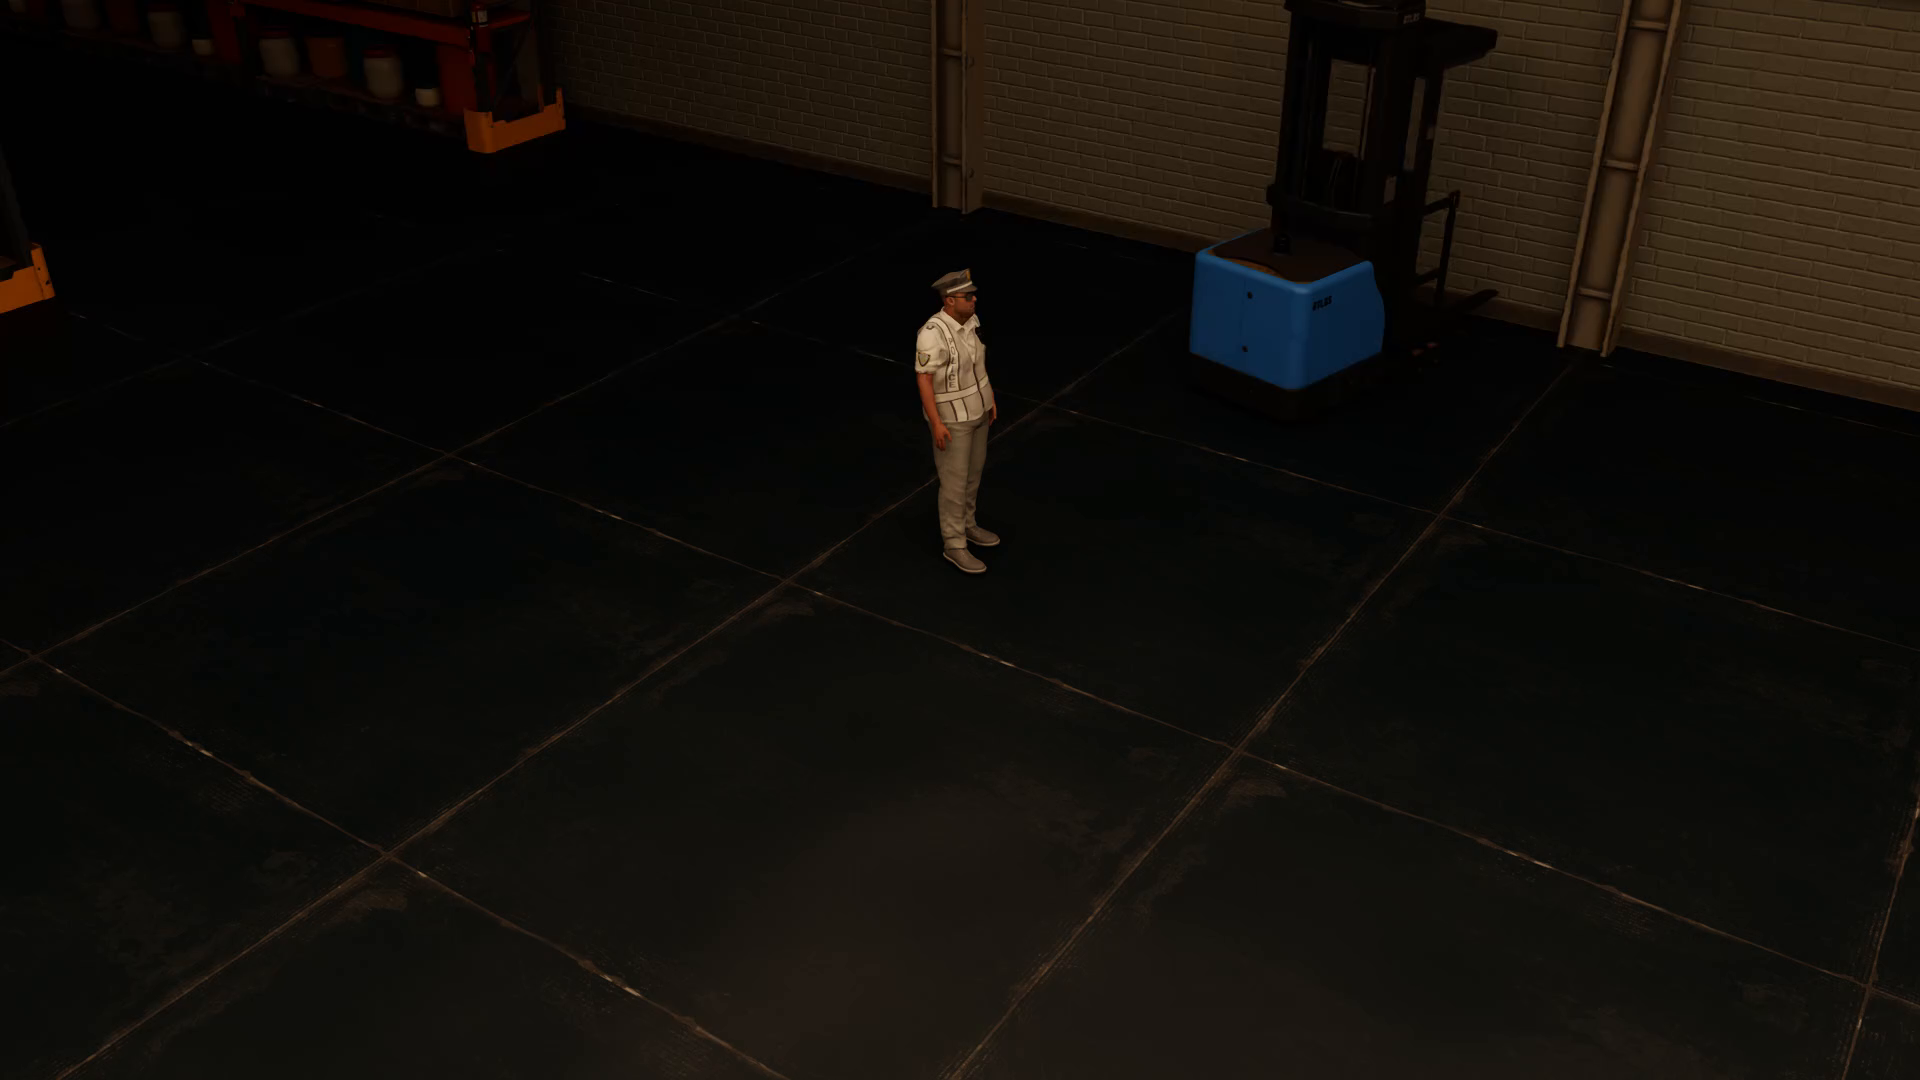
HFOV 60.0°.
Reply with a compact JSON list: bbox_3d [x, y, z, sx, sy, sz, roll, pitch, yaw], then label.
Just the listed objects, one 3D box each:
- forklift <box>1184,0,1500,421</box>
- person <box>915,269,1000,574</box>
[{"bbox_3d":[3.099,-2.735,12.290,3.031,2.935,1.130,-25,38,-36],"label":"forklift"},{"bbox_3d":[0.058,-0.751,10.002,0.574,1.780,0.641,19,35,29],"label":"person"}]
